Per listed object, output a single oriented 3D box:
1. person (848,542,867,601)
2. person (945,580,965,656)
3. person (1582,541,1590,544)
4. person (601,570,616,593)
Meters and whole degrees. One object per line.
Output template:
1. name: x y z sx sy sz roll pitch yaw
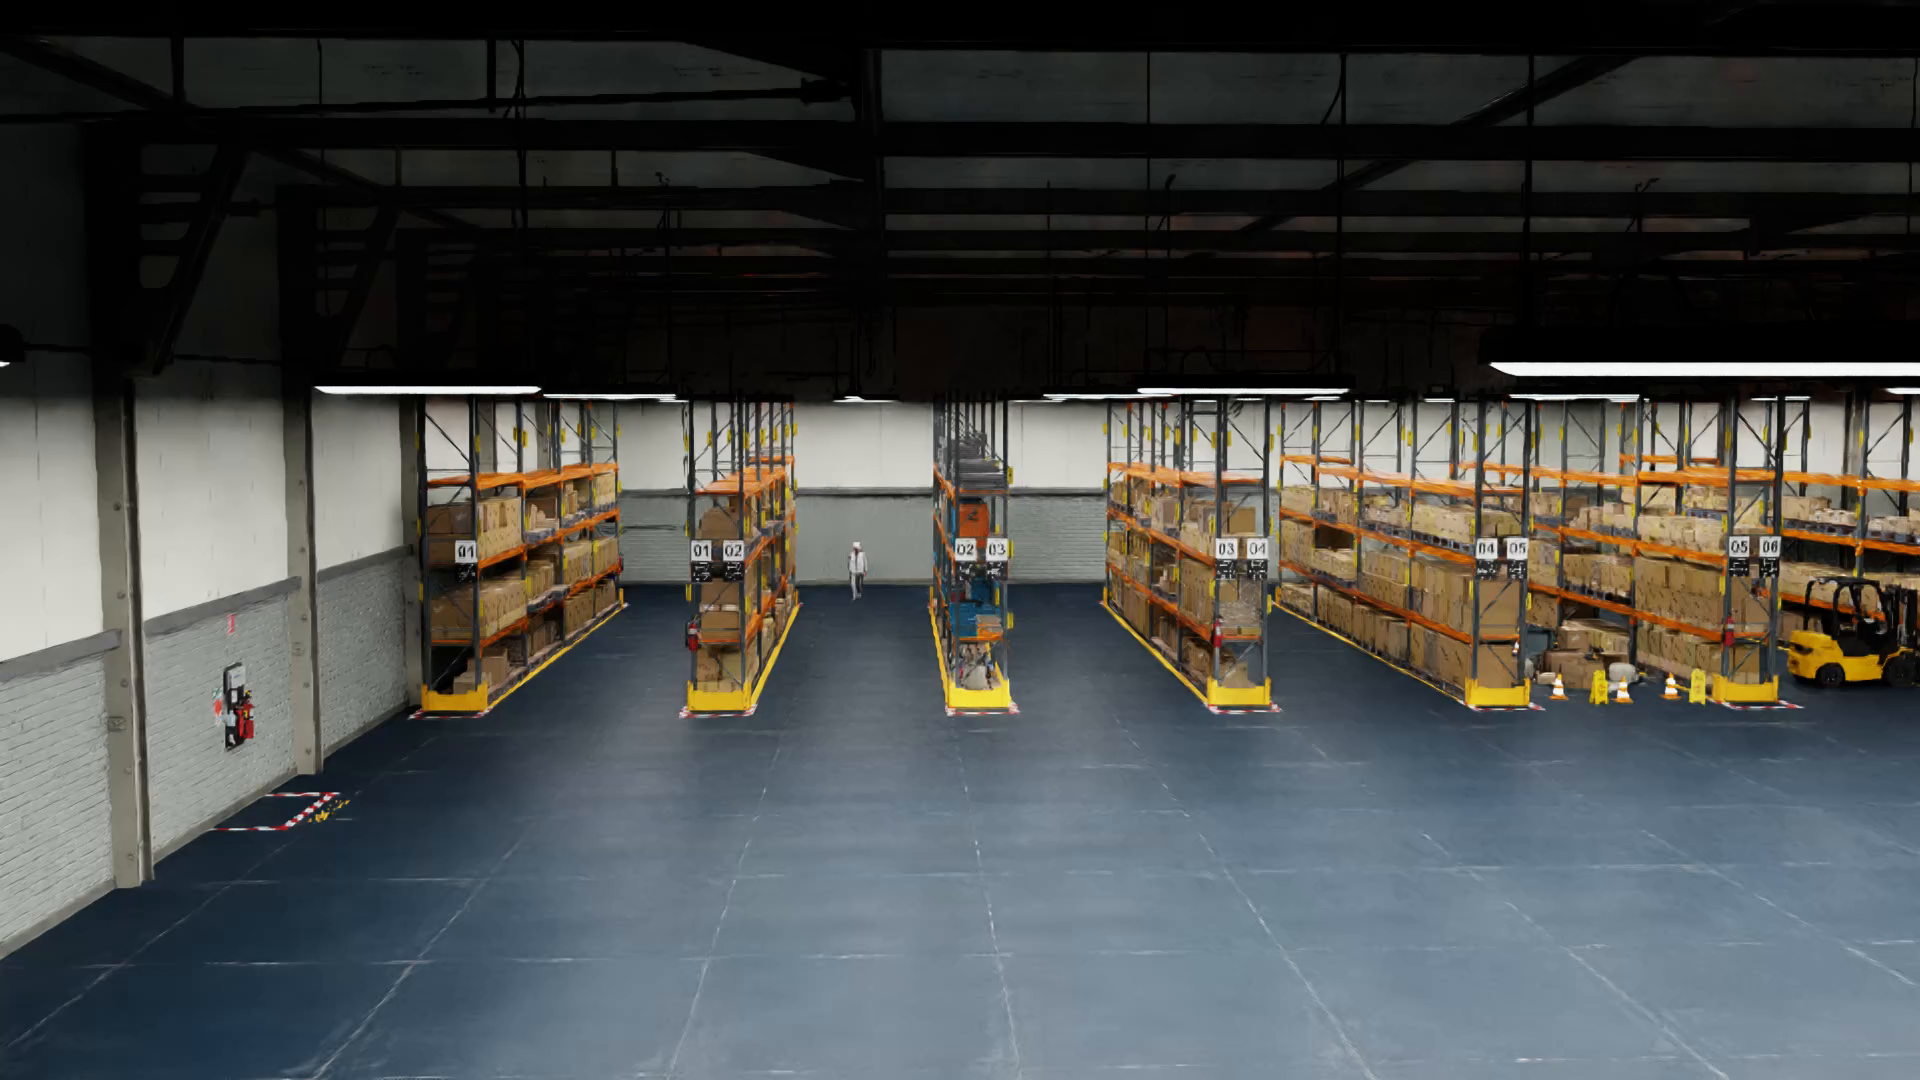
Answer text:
1. person: -2.987 0.904 48.571 0.553 1.725 1.022 0 5 -3
2. person: -0.109 1.705 36.367 0.482 1.657 0.667 1 5 9
3. person: 18.589 0.870 49.279 0.410 1.657 0.594 -2 5 -25
4. person: -10.175 0.974 48.178 0.529 1.627 0.717 3 5 30
